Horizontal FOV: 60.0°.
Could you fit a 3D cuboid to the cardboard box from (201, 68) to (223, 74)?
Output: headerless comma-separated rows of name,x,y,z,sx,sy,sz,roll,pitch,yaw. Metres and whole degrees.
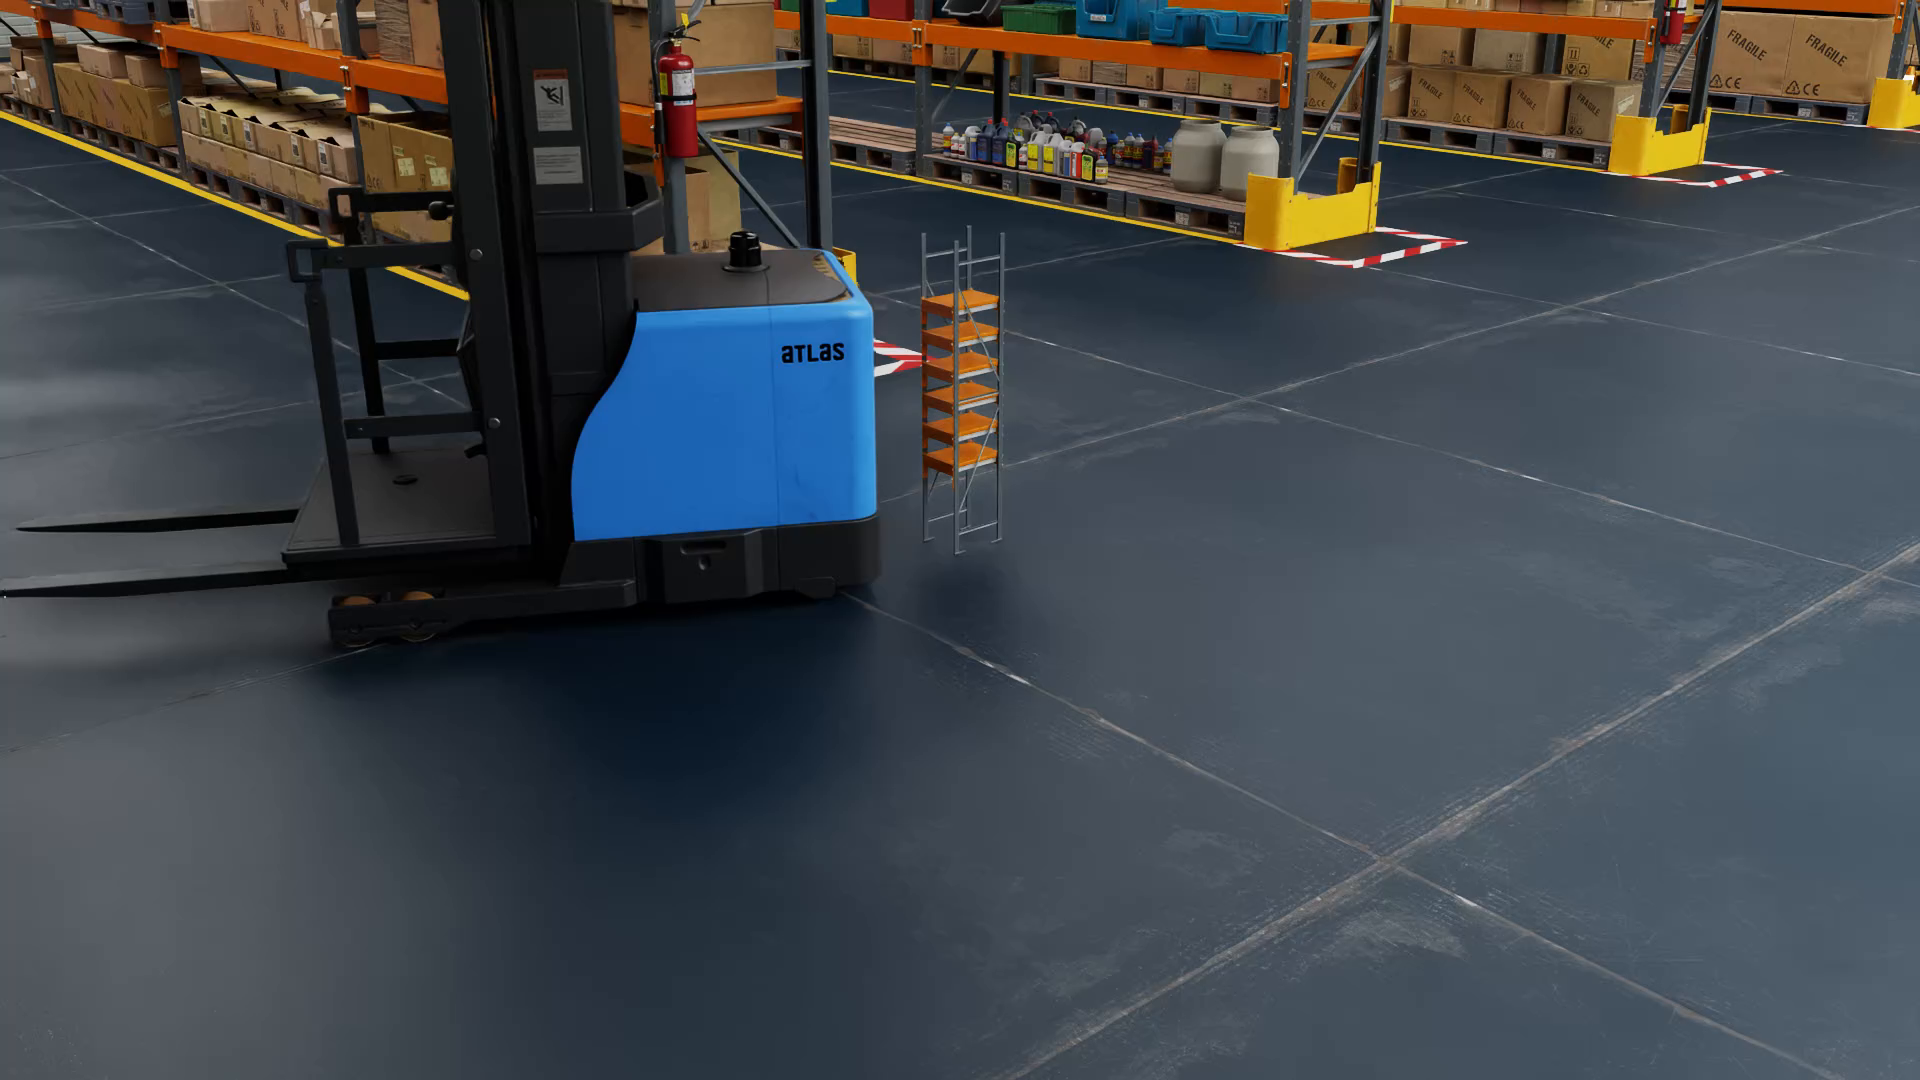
cardboard box,-7.433,-4.285,16.135,0.500,0.500,0.500,-19,28,-39

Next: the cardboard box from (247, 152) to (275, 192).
cardboard box,-5.212,-2.902,12.975,0.500,0.250,0.500,-17,27,-36

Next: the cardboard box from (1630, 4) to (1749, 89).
cardboard box,8.552,-5.797,19.508,0.875,0.875,0.875,-17,27,-37

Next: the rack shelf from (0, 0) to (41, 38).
rack shelf,-10.255,-5.947,18.541,1.077,0.370,4.000,-17,27,-37

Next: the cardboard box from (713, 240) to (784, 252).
cardboard box,-1.298,-1.530,9.472,0.500,0.250,0.500,-17,27,-37

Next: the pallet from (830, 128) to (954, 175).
pallet,-0.514,-3.606,15.402,1.003,0.211,1.213,-17,27,-37

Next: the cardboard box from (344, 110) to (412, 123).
cardboard box,-4.470,-3.151,12.842,0.500,0.311,0.500,-19,28,-39

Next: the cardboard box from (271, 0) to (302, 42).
cardboard box,-4.887,-4.066,12.614,0.500,0.500,0.500,-17,27,-37

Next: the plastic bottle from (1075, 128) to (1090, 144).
plastic bottle,1.026,-3.314,13.954,0.061,0.283,0.133,-17,27,-37

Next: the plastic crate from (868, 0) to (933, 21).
plastic crate,-0.520,-4.788,14.507,0.402,0.464,0.583,-17,27,-37

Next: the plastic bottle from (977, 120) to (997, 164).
plastic bottle,0.240,-3.347,13.945,0.144,0.351,0.185,-17,27,-36

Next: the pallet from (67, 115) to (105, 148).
pallet,-8.389,-4.215,16.956,1.003,0.211,1.213,-17,27,-37

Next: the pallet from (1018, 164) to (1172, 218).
pallet,1.235,-2.866,13.512,1.003,0.211,1.213,-17,27,-37

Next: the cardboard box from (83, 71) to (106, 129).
cardboard box,-8.141,-4.294,16.158,0.500,0.500,0.500,-17,27,-37

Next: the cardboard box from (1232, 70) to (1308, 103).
cardboard box,3.396,-5.092,18.196,0.500,0.500,0.700,20,29,41

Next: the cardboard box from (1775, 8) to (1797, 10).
cardboard box,11.468,-7.272,23.105,0.500,0.500,0.500,-16,26,-35

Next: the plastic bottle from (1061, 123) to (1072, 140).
plastic bottle,0.930,-3.440,14.275,0.061,0.283,0.133,-15,26,-34

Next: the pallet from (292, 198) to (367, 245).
pallet,-4.238,-2.415,12.360,1.003,0.211,1.213,-17,27,-37

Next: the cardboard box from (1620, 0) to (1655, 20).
cardboard box,6.049,-4.684,14.674,0.380,0.149,0.250,-17,27,-37

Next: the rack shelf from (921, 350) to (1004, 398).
rack shelf,0.009,-0.625,6.227,0.258,0.103,0.180,-17,27,-37

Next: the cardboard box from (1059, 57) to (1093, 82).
cardboard box,1.622,-5.842,20.111,0.700,0.500,0.500,-19,28,-40

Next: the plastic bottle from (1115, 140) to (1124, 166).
plastic bottle,1.338,-3.219,13.823,0.097,0.201,0.097,0,21,0

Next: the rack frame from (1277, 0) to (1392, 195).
rack frame,2.639,-3.592,11.542,1.000,3.000,0.127,-17,27,-37

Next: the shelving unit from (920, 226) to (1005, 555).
shelving unit,0.009,-0.555,6.255,0.258,1.200,0.189,-17,27,-37

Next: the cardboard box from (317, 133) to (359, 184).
cardboard box,-4.209,-2.739,11.790,0.500,0.311,0.500,-17,27,-37

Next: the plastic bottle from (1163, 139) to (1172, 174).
plastic bottle,1.692,-3.102,13.428,0.097,0.271,0.097,0,21,0

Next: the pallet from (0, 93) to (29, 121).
pallet,-10.197,-4.958,18.853,1.003,0.211,1.213,-17,27,-37

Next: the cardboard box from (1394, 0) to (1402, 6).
cardboard box,4.333,-5.348,16.370,0.380,0.149,0.250,-17,27,-37

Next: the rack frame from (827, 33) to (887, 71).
rack frame,-1.442,-8.086,23.017,1.000,3.000,0.127,-17,27,-37

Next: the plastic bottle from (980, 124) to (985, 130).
plastic bottle,0.216,-3.387,14.141,0.061,0.283,0.133,-17,27,-37

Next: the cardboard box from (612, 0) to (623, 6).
cardboard box,-1.682,-2.895,8.735,0.380,0.149,0.250,-17,27,-36

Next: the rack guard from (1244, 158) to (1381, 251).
rack guard,2.554,-2.438,12.023,1.175,0.500,0.348,-17,27,-37

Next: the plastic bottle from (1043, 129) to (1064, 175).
plastic bottle,0.763,-3.126,13.381,0.144,0.351,0.185,-16,27,-35

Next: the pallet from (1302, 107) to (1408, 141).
pallet,4.245,-4.401,17.430,1.003,0.211,1.213,-17,27,-37

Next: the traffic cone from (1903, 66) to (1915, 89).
traffic cone,10.944,-5.227,19.196,0.336,0.463,0.334,-17,27,-37

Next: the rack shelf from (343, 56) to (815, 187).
rack shelf,-2.422,-2.631,10.076,1.077,0.370,4.000,-17,27,-37

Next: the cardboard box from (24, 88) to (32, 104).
cardboard box,-9.826,-4.786,17.896,0.380,0.149,0.250,-17,27,-37

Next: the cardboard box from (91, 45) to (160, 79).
cardboard box,-7.837,-4.513,15.689,0.500,0.250,0.500,-18,28,-38

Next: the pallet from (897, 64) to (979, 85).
pallet,-0.081,-6.256,22.166,1.003,0.211,1.213,-17,27,-37

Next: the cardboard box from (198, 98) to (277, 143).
cardboard box,-5.869,-3.443,13.586,0.500,0.311,0.500,-18,28,-39

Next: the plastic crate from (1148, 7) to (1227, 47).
plastic crate,1.666,-3.771,12.202,0.499,0.251,0.408,-17,27,-37

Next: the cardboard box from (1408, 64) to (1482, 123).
cardboard box,4.855,-4.479,16.657,0.500,0.500,0.500,19,29,40

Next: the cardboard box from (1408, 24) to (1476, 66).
cardboard box,6.504,-6.595,21.717,1.050,0.750,0.750,-17,27,-37

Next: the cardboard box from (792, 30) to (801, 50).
cardboard box,-1.812,-7.494,23.842,0.875,0.875,0.875,-17,27,-37

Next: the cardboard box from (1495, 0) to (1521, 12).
cardboard box,5.220,-5.025,15.545,0.380,0.149,0.250,-17,27,-37

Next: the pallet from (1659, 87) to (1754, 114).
pallet,8.841,-5.165,19.381,1.003,0.211,1.213,-17,27,-37

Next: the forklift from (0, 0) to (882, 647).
forklift,-1.853,-1.217,5.573,3.031,2.935,1.130,-5,22,-11

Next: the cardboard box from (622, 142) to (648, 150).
cardboard box,-1.962,-2.152,10.032,0.500,0.500,0.500,-17,27,-37

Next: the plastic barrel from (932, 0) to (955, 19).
plastic barrel,0.005,-5.109,14.729,0.600,0.901,0.708,-17,27,-37
